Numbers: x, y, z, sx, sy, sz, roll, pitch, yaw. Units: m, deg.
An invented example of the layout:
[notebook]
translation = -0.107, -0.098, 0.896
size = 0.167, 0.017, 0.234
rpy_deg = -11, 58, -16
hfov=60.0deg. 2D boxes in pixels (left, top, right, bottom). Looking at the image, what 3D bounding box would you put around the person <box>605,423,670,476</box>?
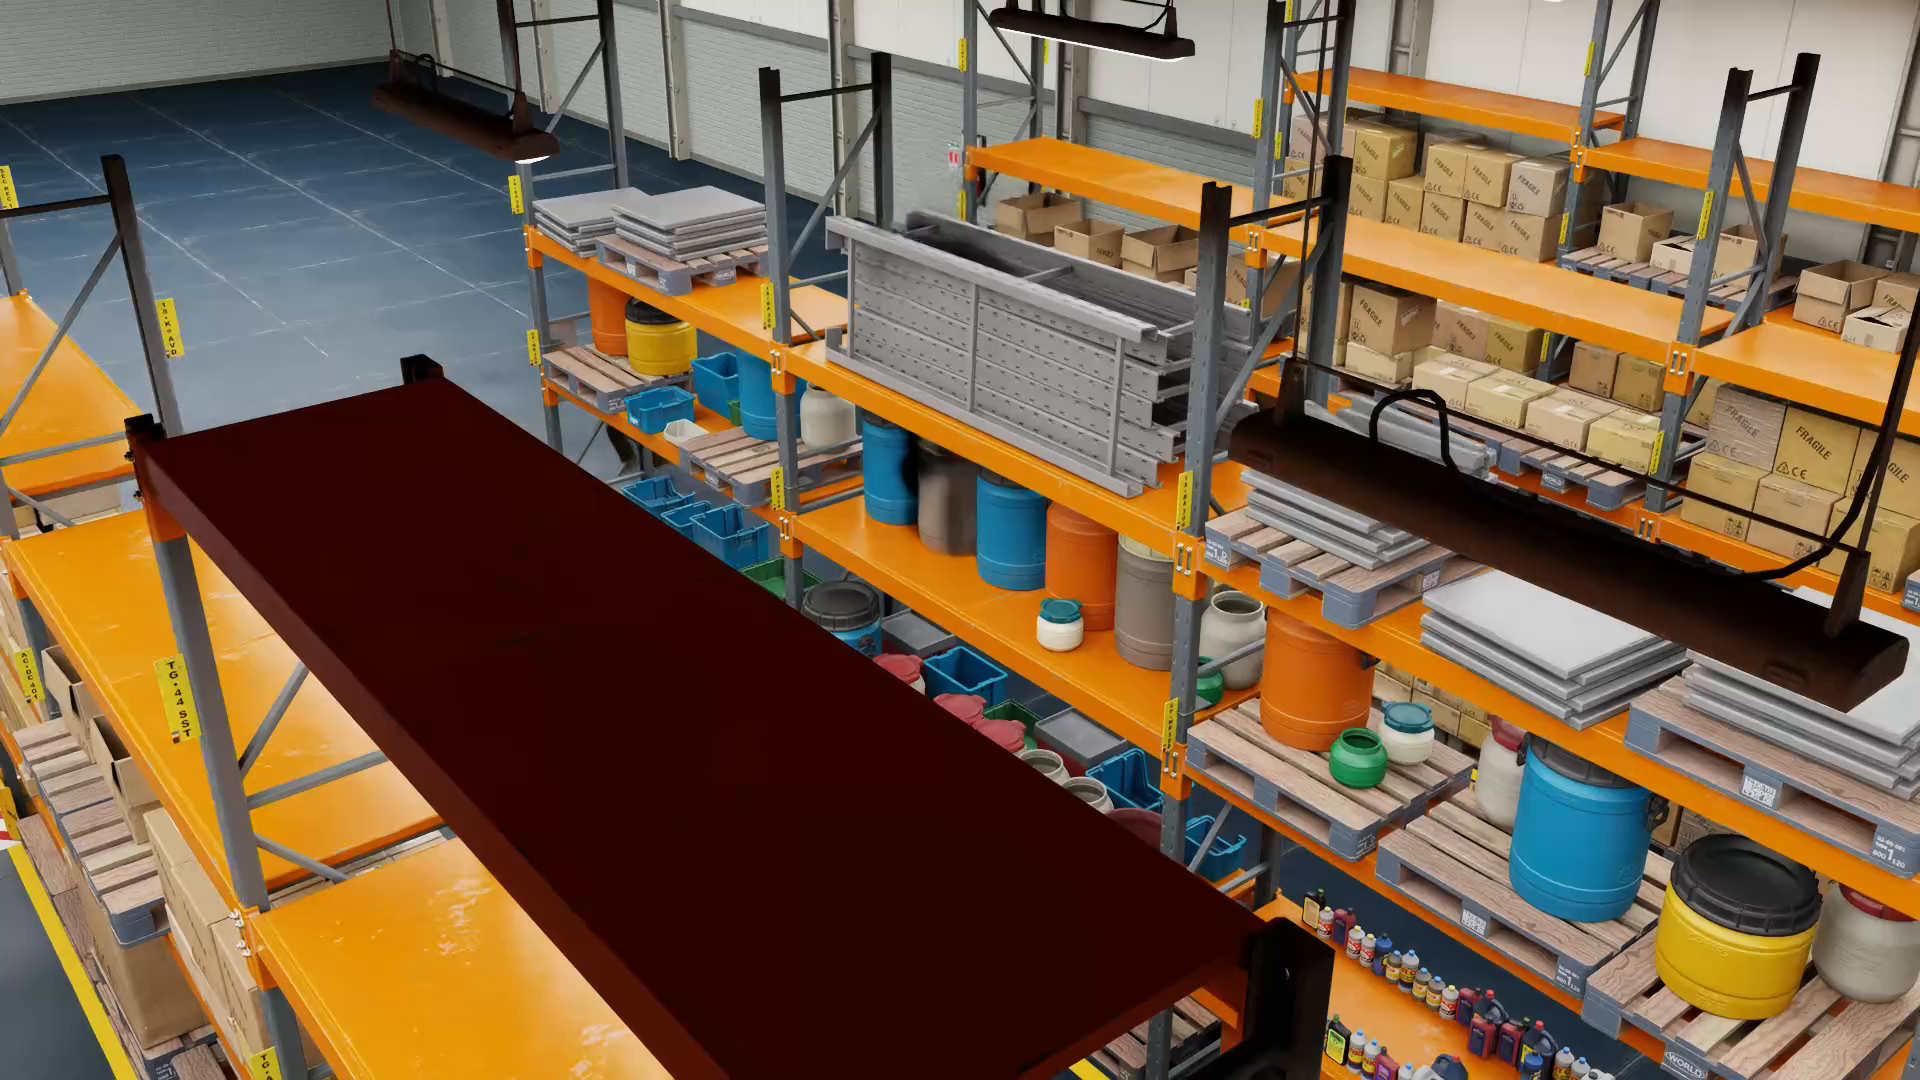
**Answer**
[person]
translation = -3.845, -1.546, 19.436
size = 0.798, 1.829, 0.679
rpy_deg = -4, 26, -8
